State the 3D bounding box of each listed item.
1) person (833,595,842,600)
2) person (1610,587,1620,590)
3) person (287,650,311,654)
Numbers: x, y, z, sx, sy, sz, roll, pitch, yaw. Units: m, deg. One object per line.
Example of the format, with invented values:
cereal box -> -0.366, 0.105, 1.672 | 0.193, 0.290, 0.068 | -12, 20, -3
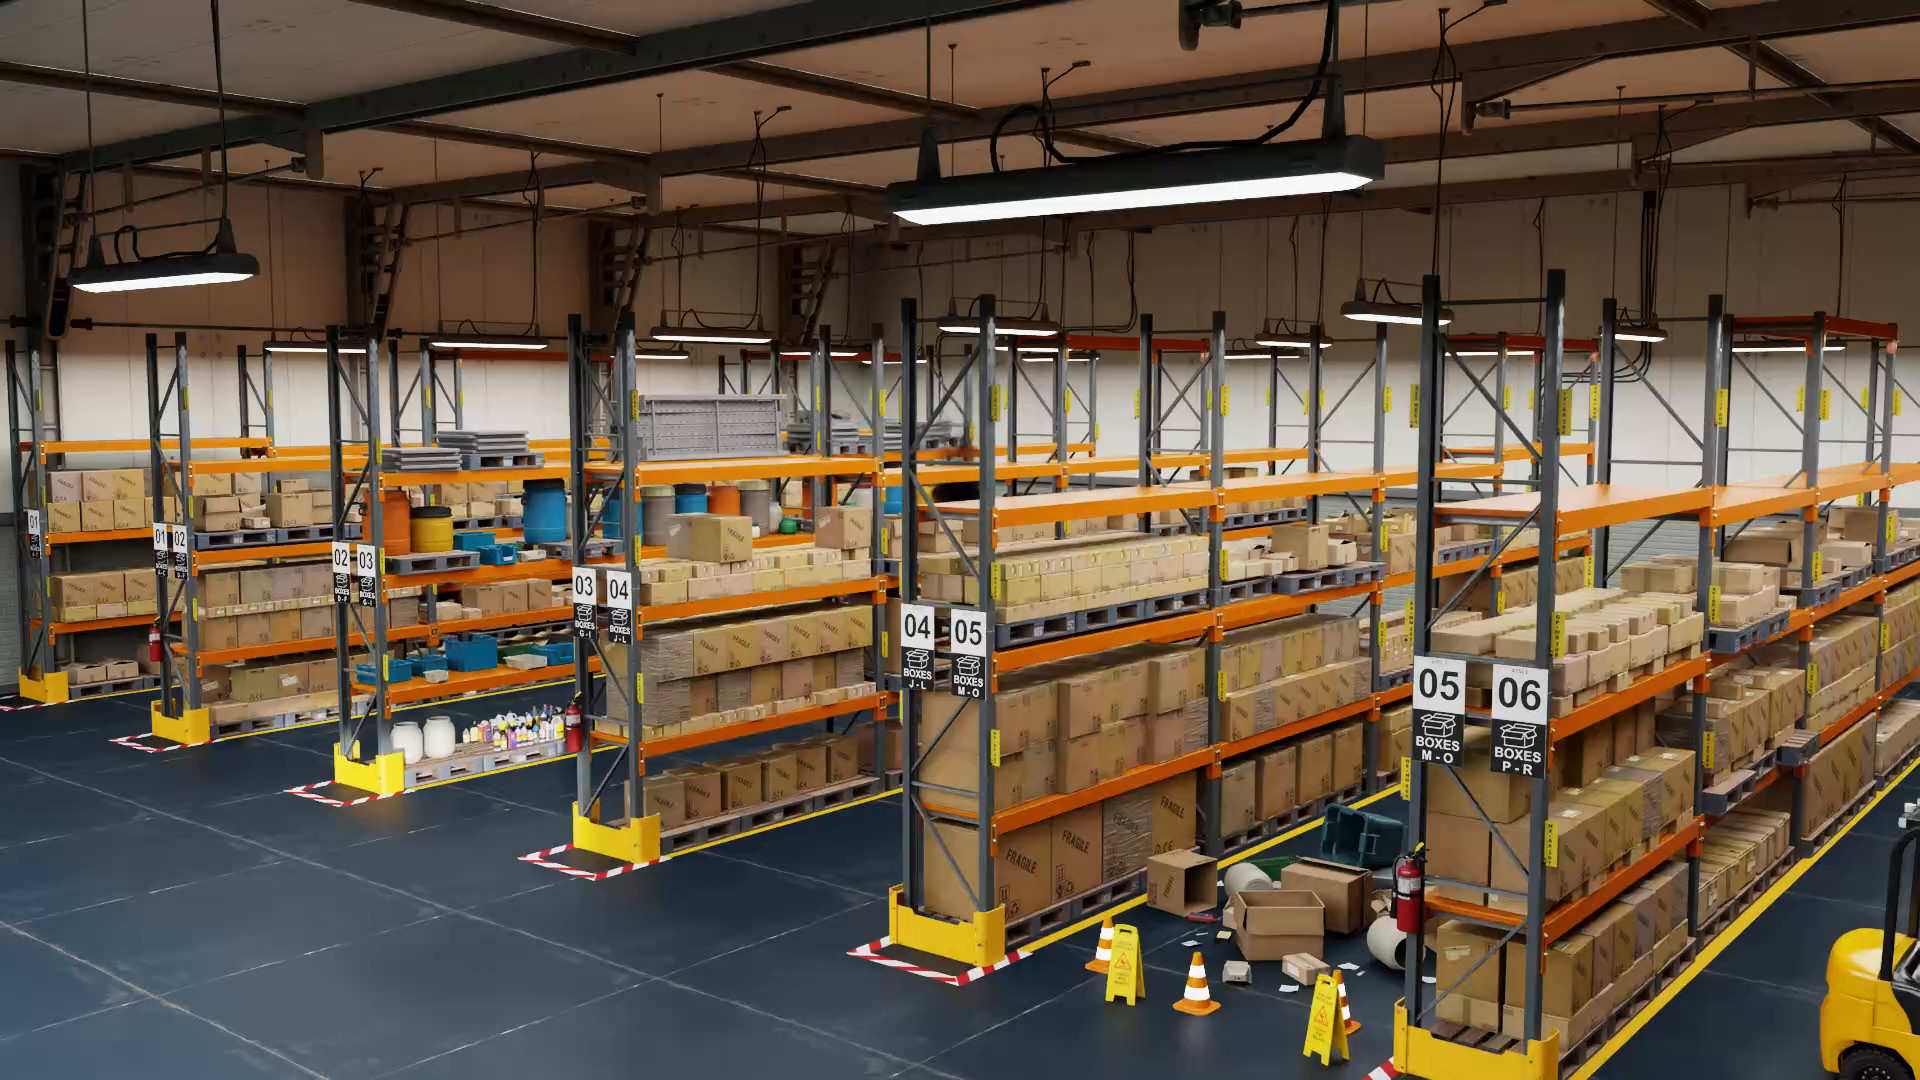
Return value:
person -> -2.519, 1.340, 32.634 | 0.677, 1.821, 0.820 | 3, 6, 30
person -> 11.199, 1.718, 28.344 | 0.865, 1.819, 0.647 | 4, 7, 39
person -> -11.010, 1.807, 27.604 | 0.687, 1.751, 0.687 | 3, 6, 34
